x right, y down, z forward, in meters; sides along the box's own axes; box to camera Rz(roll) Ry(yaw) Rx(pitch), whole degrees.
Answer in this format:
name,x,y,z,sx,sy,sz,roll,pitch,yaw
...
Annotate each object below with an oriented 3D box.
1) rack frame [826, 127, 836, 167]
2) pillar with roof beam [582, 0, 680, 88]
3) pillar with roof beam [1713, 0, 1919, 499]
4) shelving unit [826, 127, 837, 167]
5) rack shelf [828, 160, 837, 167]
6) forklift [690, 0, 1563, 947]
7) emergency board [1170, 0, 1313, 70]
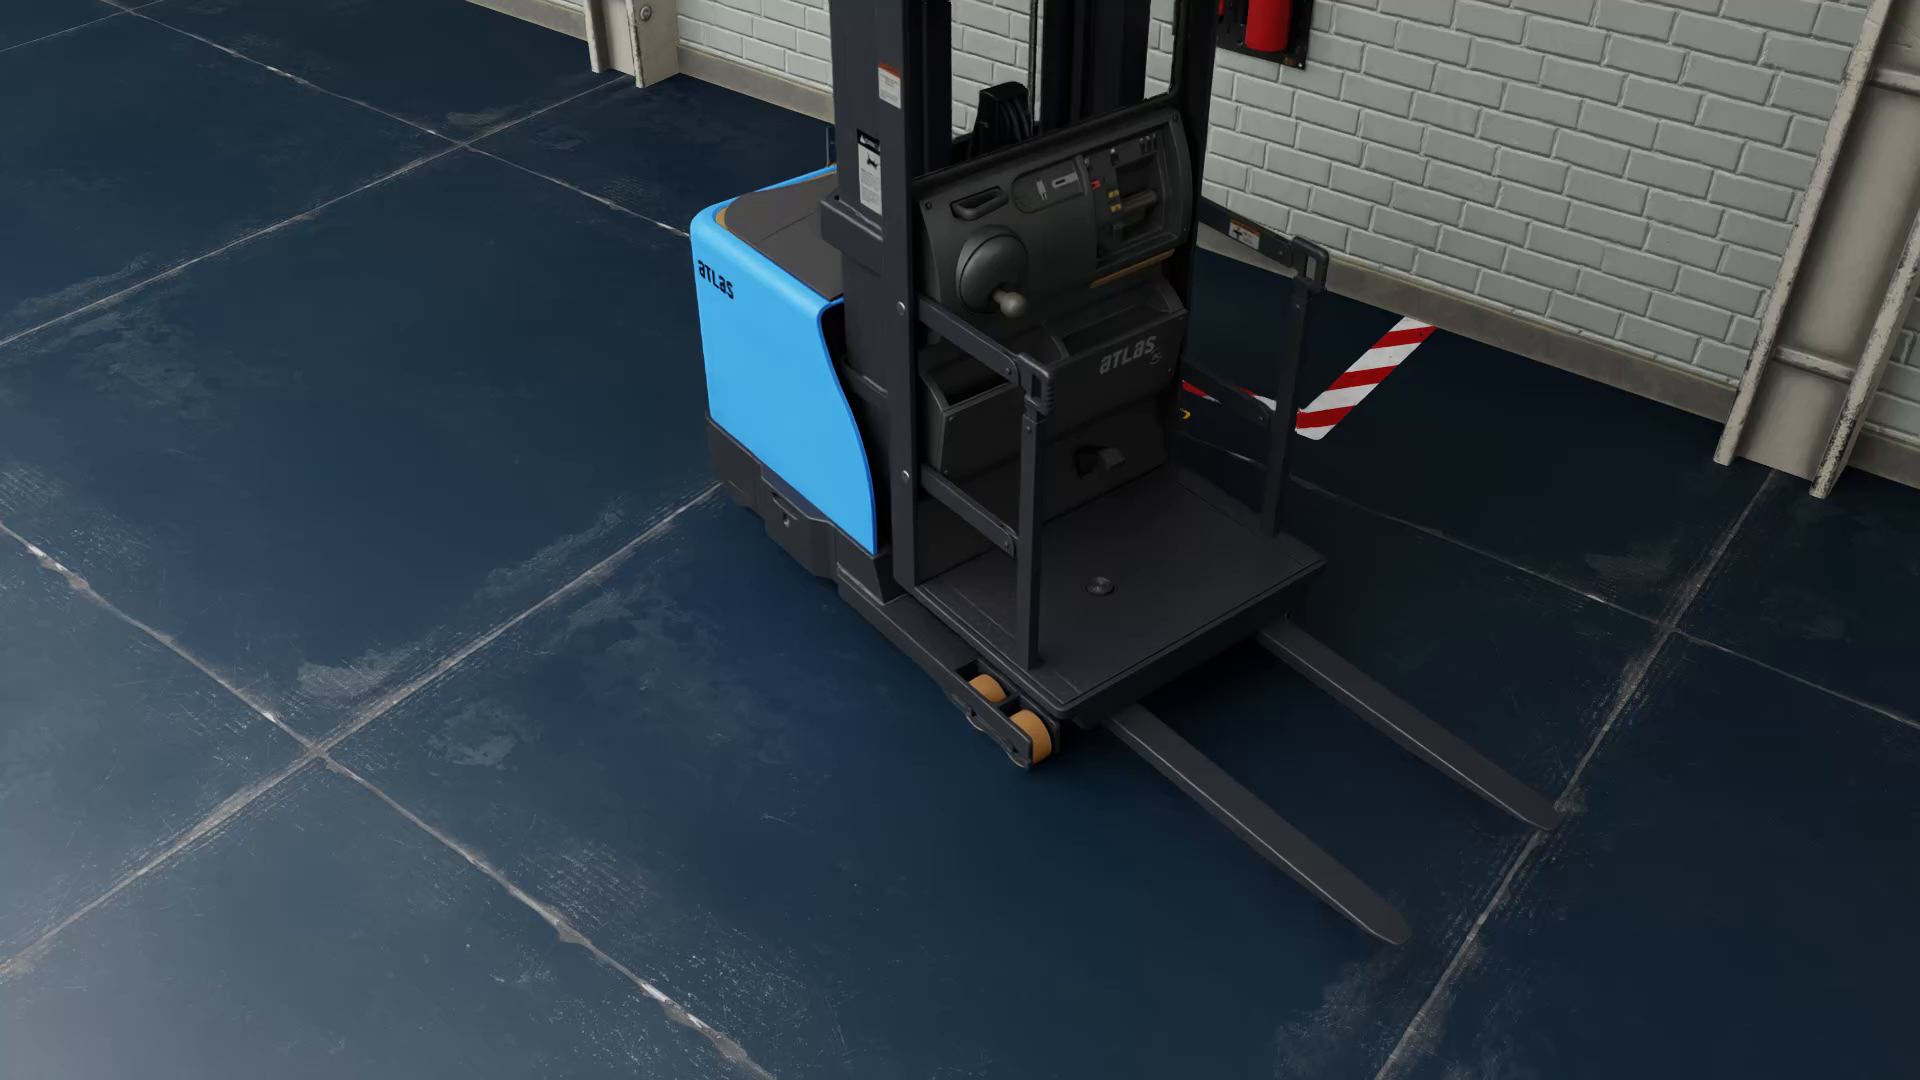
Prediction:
name,x,y,z,sx,sy,sz,roll,pitch,yaw
rack frame,-0.437,-1.097,6.295,0.008,1.050,0.200,16,39,19
pillar with roof beam,-4.359,-3.976,3.529,0.400,9.000,9.100,25,45,29
pillar with roof beam,0.407,-1.729,0.658,0.400,9.000,9.100,25,45,29
shelving unit,-0.326,-1.066,6.255,0.252,1.050,0.215,16,39,19
rack shelf,-0.324,-1.284,6.091,0.240,0.259,0.215,16,39,19
forklift,0.413,-0.836,4.440,1.130,2.935,3.031,-26,45,-29
emergency board,1.083,-2.419,6.406,0.643,1.169,0.194,25,45,29
